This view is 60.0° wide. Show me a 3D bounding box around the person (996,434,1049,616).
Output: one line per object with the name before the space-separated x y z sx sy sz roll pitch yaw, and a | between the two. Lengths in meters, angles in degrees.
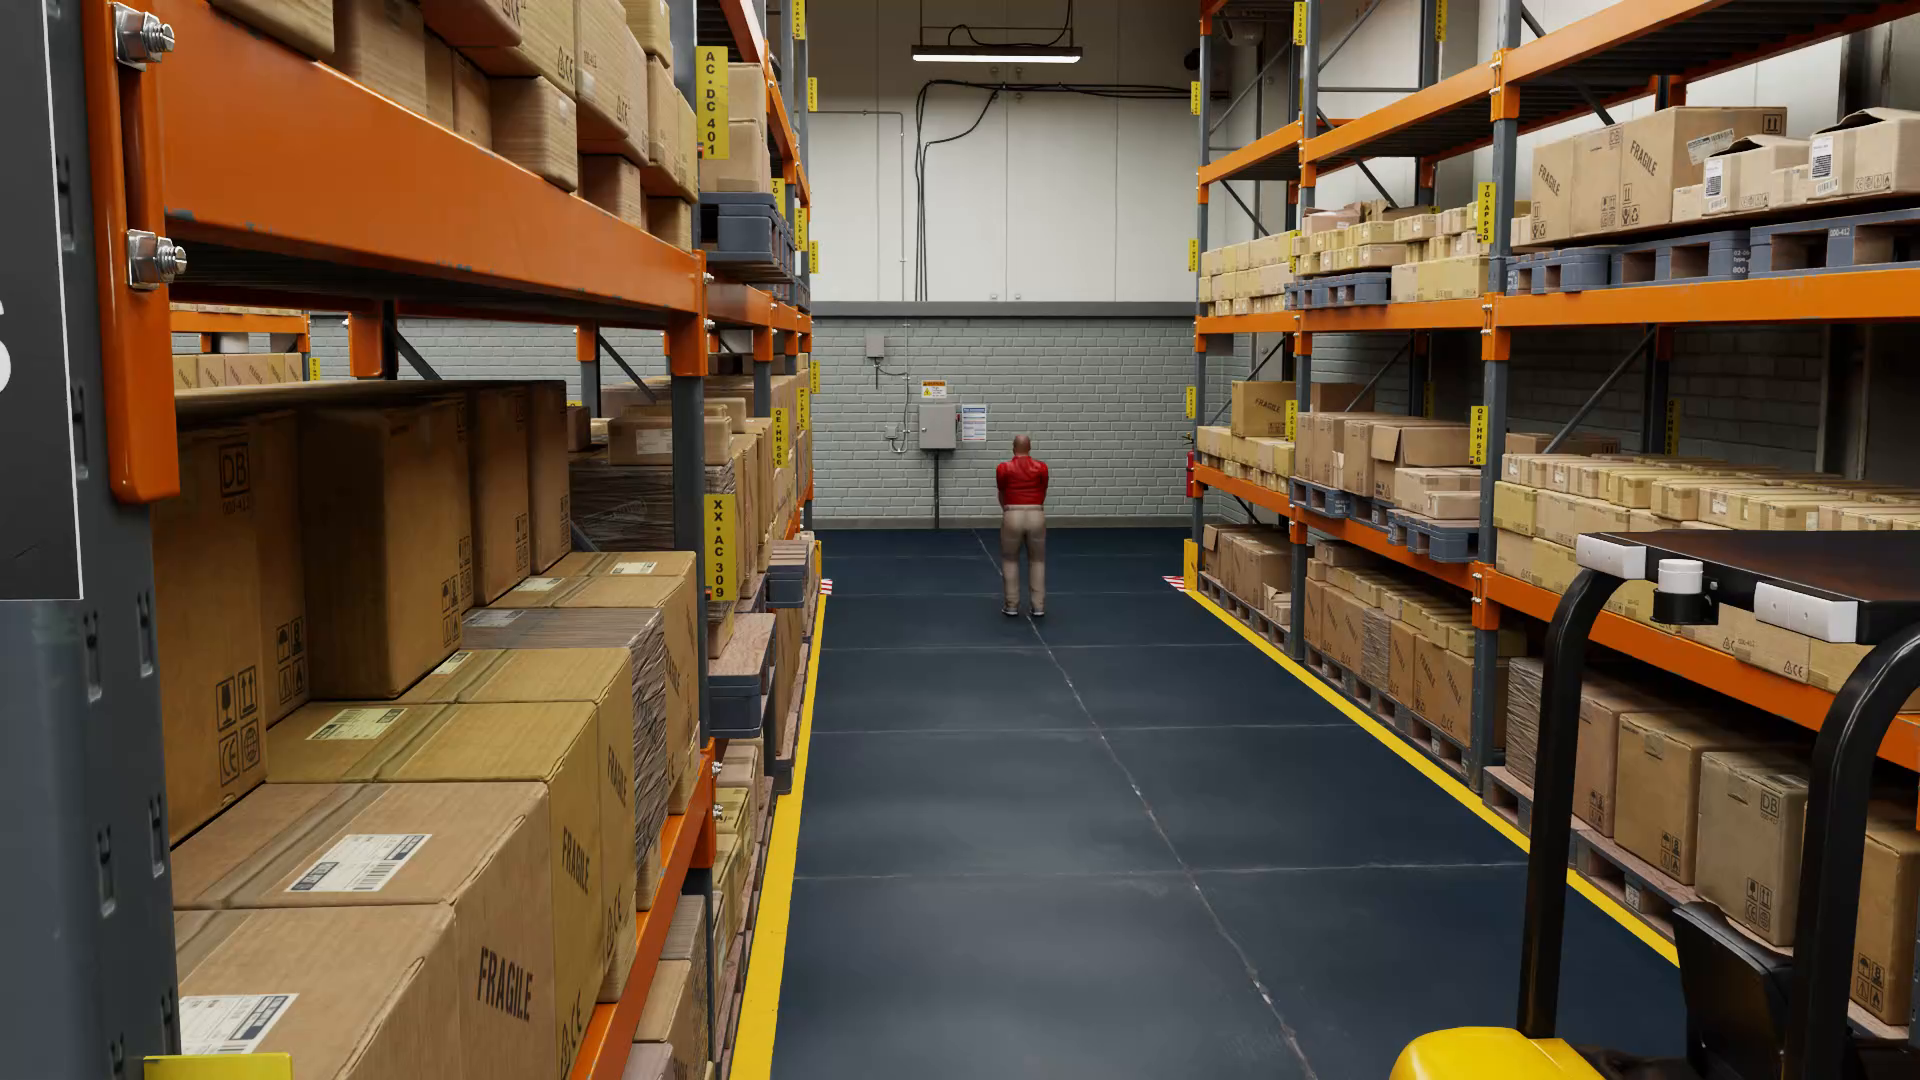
person | 0.572 -0.155 15.652 0.494 1.713 0.536 0 7 -4
